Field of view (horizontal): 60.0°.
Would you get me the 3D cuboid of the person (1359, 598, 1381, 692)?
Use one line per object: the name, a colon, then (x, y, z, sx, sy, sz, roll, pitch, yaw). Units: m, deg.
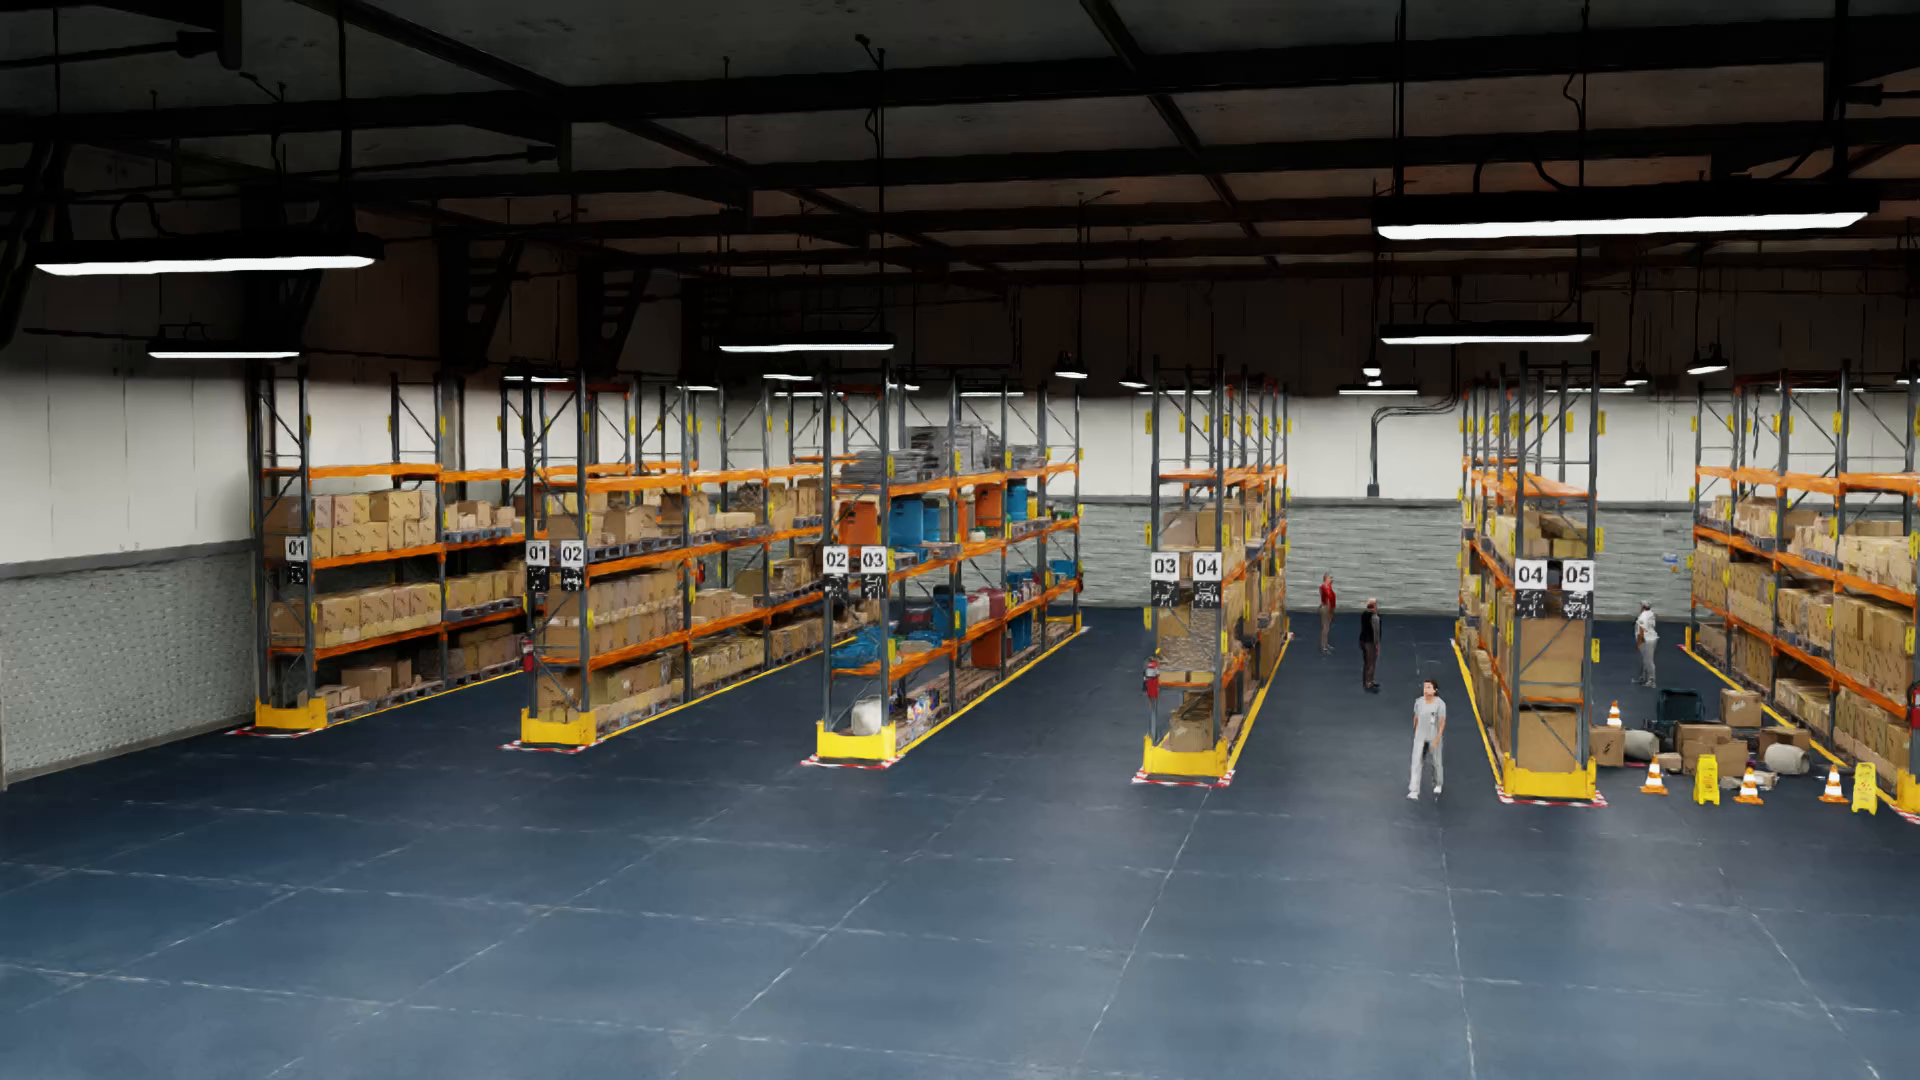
person: (7.787, 1.961, 31.371, 0.463, 1.731, 0.598, -1, 4, -13)

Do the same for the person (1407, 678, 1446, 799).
person: (6.293, 2.643, 22.300, 0.446, 1.599, 1.007, 2, 4, 25)

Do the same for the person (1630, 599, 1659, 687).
person: (13.137, 1.962, 31.917, 0.562, 1.655, 0.612, 3, 5, 39)

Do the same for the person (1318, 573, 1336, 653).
person: (8.110, 1.588, 36.709, 0.402, 1.734, 0.678, 0, 4, 3)
